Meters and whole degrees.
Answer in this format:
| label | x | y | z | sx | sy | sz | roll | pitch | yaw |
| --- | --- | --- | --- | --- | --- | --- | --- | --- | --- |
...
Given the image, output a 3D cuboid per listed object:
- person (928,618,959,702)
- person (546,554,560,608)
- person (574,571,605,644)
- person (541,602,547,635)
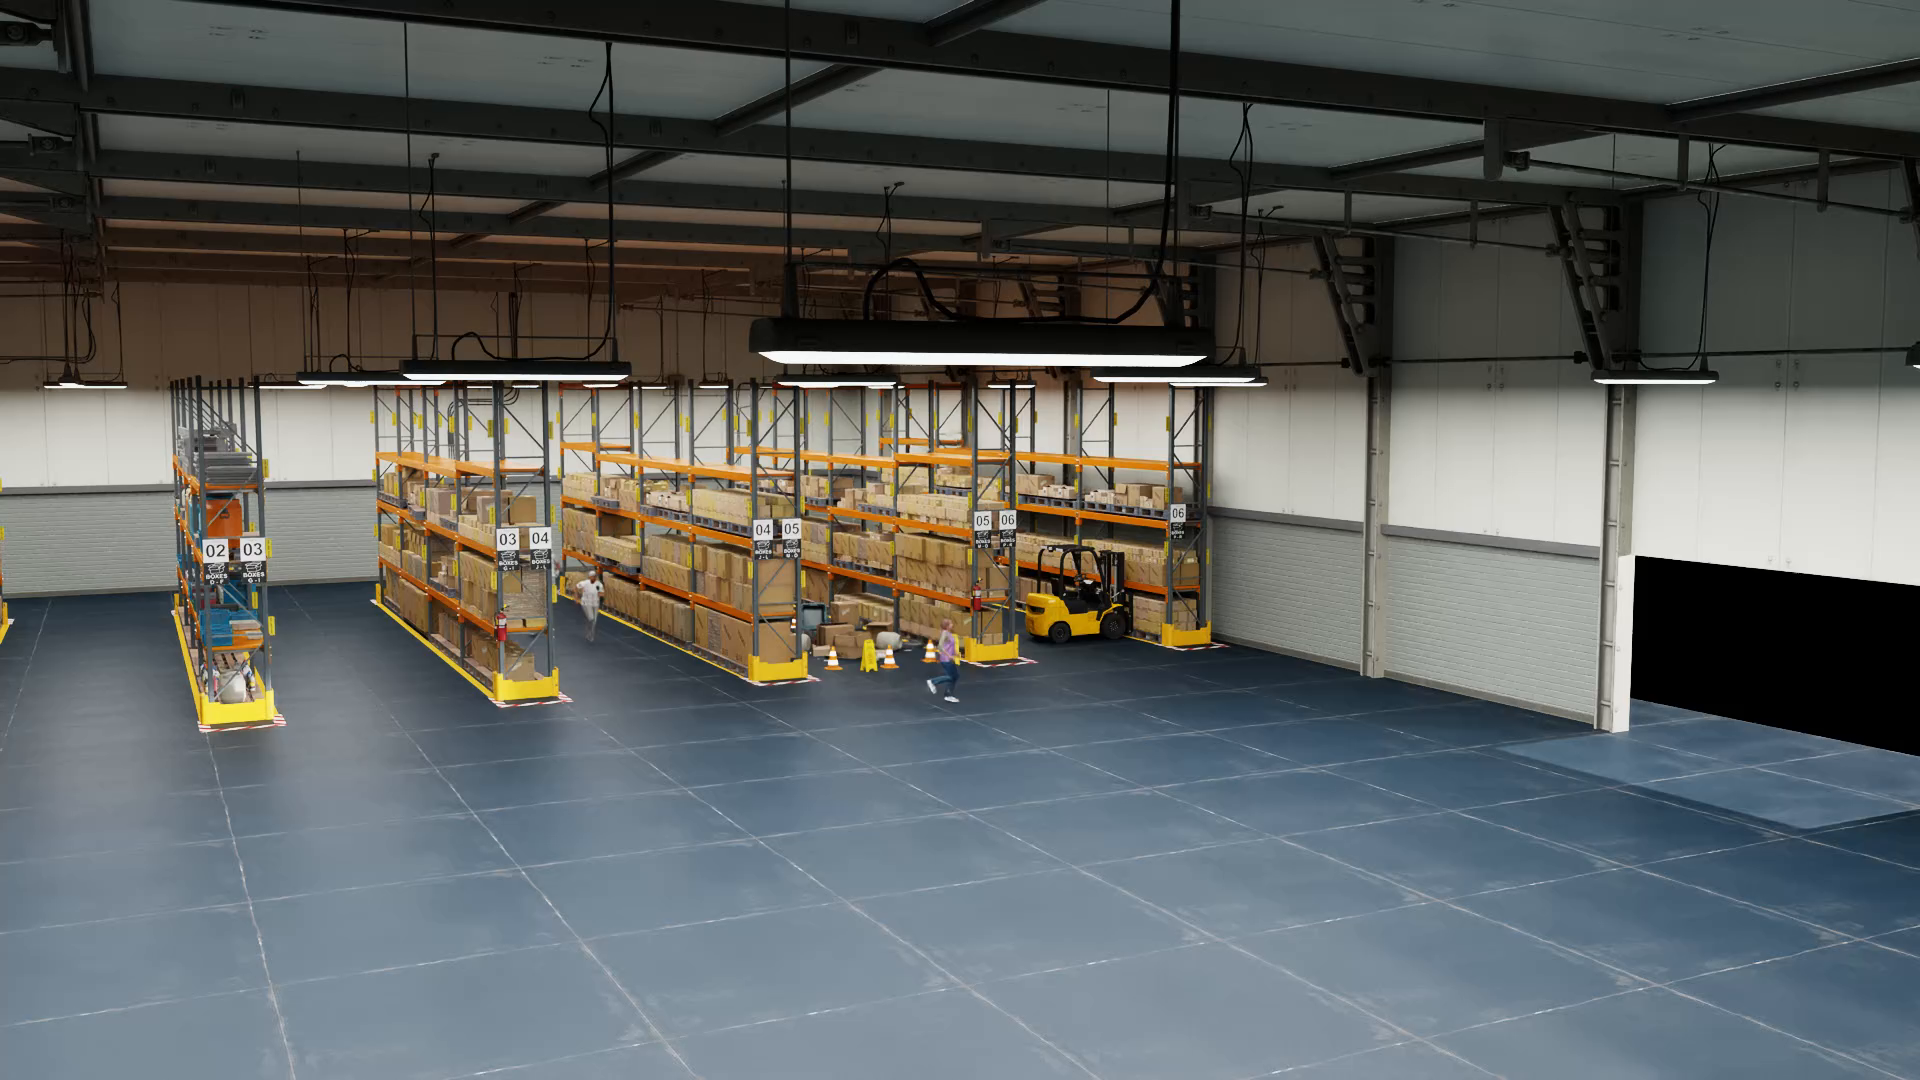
| label | x | y | z | sx | sy | sz | roll | pitch | yaw |
| --- | --- | --- | --- | --- | --- | --- | --- | --- | --- |
| person | -0.298 | 2.222 | 30.786 | 0.576 | 1.563 | 0.536 | 1 | 5 | 9 |
| person | -10.806 | 0.982 | 43.525 | 0.687 | 1.738 | 0.551 | -2 | 5 | -19 |
| person | -8.441 | 1.523 | 37.994 | 0.630 | 1.662 | 0.783 | -3 | 6 | -30 |
| person | -9.992 | 1.364 | 39.089 | 0.680 | 1.763 | 0.766 | -2 | 6 | -26 |
